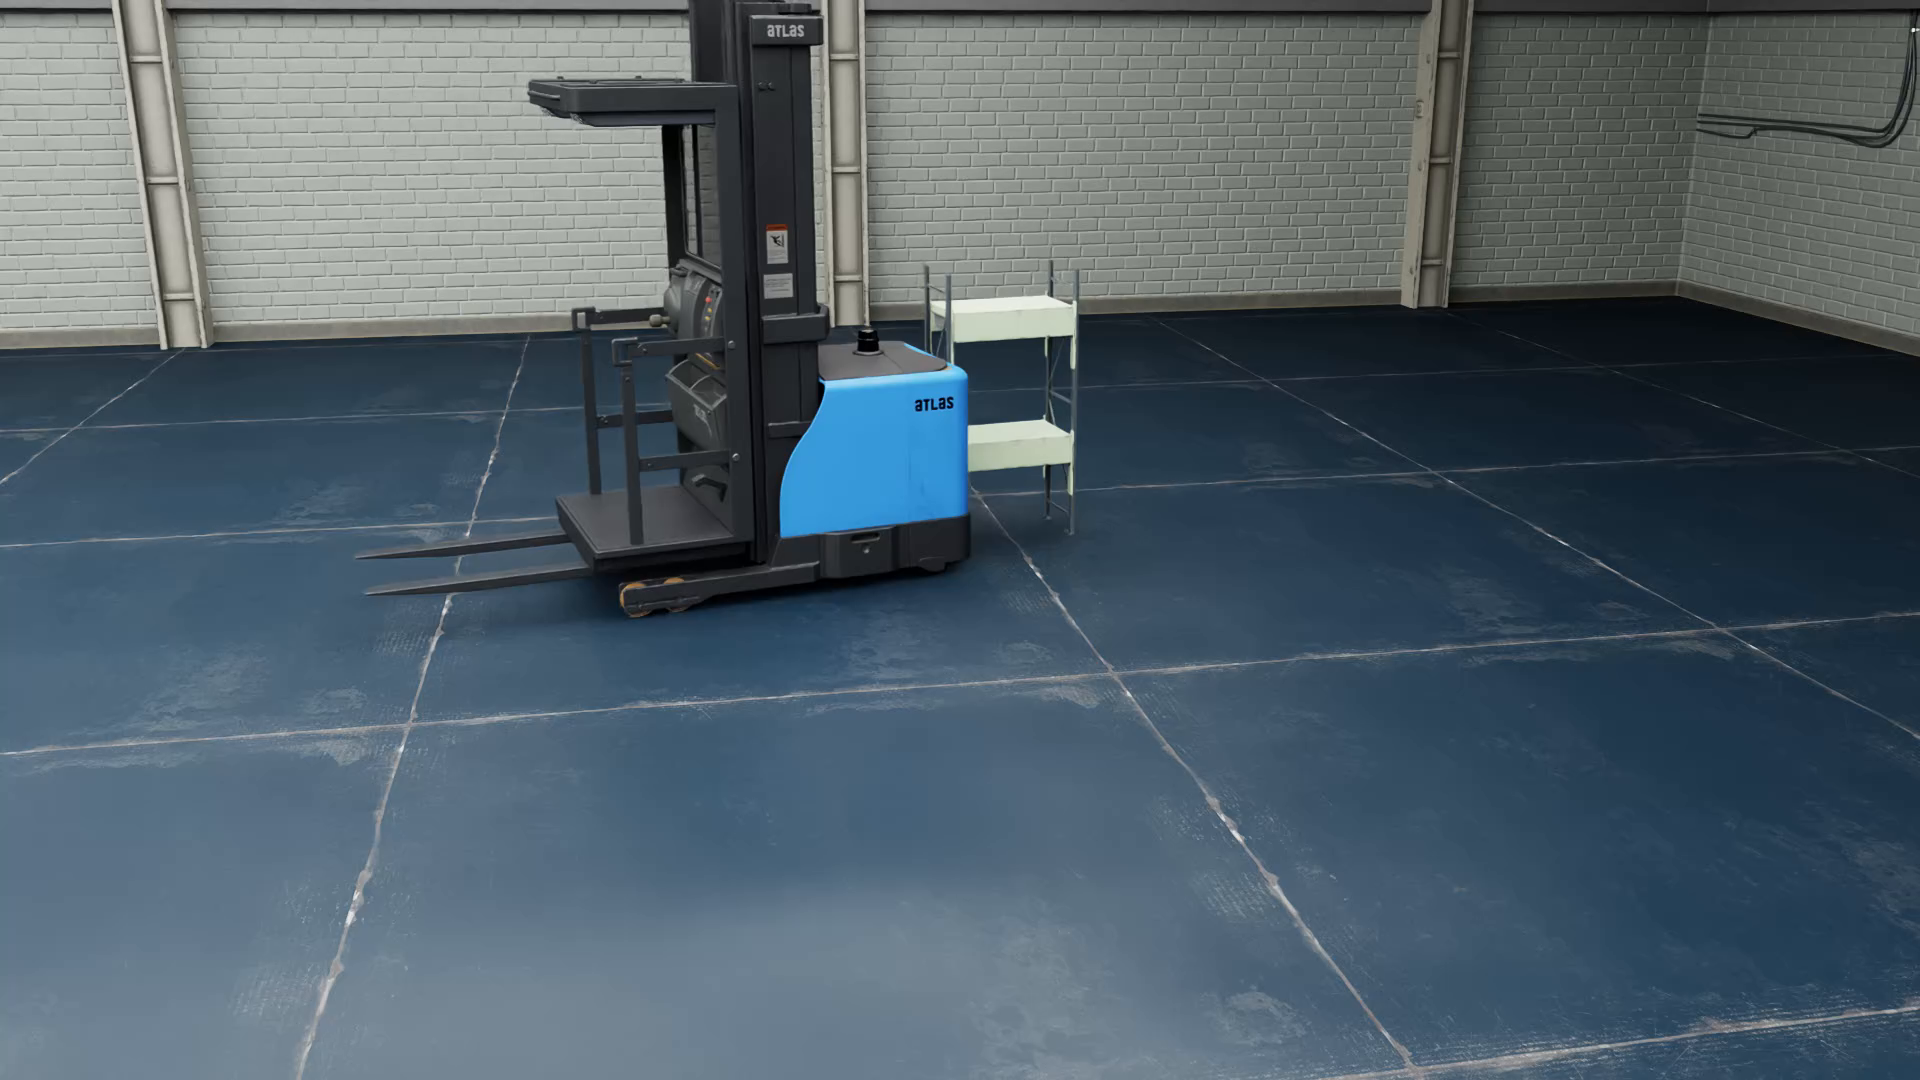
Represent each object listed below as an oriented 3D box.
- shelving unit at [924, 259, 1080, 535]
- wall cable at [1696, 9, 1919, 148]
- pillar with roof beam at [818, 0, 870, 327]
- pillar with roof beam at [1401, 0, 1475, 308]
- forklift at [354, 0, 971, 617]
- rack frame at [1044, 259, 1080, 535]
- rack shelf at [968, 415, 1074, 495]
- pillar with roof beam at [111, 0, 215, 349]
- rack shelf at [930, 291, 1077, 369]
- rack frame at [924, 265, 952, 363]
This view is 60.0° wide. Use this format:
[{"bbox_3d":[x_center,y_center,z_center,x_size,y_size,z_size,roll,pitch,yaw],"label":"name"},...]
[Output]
[{"bbox_3d":[0.225,-0.764,9.245,0.755,1.500,0.431,-6,18,-19],"label":"shelving unit"},{"bbox_3d":[7.945,-5.029,15.647,0.112,2.526,3.097,-3,17,-10],"label":"wall cable"},{"bbox_3d":[-0.273,-5.155,10.770,0.400,9.000,9.100,-3,17,-10],"label":"pillar with roof beam"},{"bbox_3d":[5.618,-5.489,11.858,0.400,9.000,9.100,-3,17,-10],"label":"pillar with roof beam"},{"bbox_3d":[-1.509,-1.201,8.231,3.031,2.935,1.130,-7,18,-22],"label":"forklift"},{"bbox_3d":[0.570,-0.800,9.362,0.023,1.500,0.400,-6,18,-19],"label":"rack frame"},{"bbox_3d":[0.225,-0.453,9.341,0.720,0.370,0.431,-6,18,-19],"label":"rack shelf"},{"bbox_3d":[-6.164,-4.821,9.682,0.400,9.000,9.100,-3,17,-10],"label":"pillar with roof beam"},{"bbox_3d":[0.225,-1.137,9.131,0.720,0.370,0.431,-6,18,-19],"label":"rack shelf"},{"bbox_3d":[-0.120,-0.728,9.128,0.023,1.500,0.400,-6,18,-19],"label":"rack frame"}]
